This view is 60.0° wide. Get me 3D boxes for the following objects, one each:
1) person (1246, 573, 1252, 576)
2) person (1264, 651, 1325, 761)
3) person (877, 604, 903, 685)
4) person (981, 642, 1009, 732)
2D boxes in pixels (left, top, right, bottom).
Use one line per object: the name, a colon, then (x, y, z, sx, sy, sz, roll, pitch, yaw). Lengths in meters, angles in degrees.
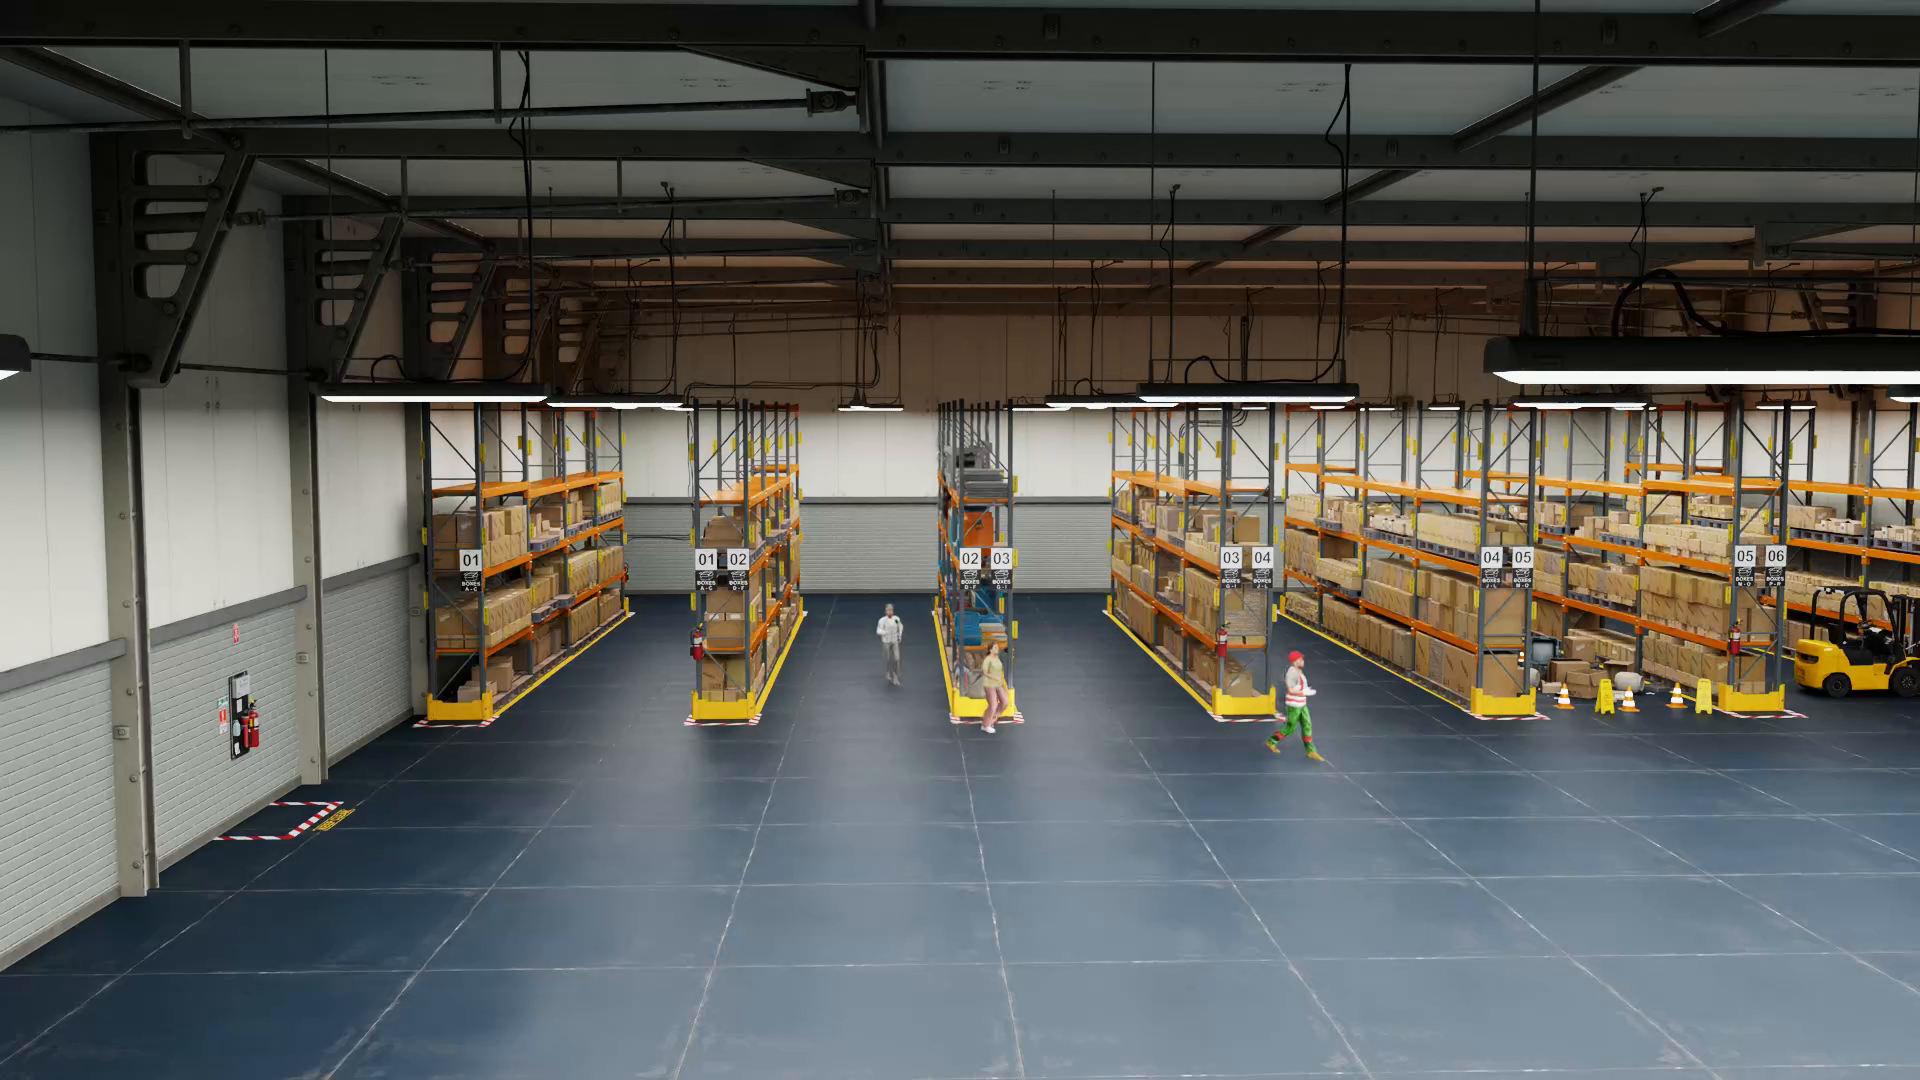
person: (8.016, 1.294, 47.342, 0.577, 1.697, 0.867, 2, 5, 22)
person: (5.526, 2.729, 27.437, 0.987, 1.799, 0.653, 2, 5, 26)
person: (-1.474, 2.210, 35.292, 0.590, 1.740, 0.726, -1, 4, -10)
person: (0.634, 2.635, 29.897, 0.556, 1.638, 0.605, 3, 5, 37)
